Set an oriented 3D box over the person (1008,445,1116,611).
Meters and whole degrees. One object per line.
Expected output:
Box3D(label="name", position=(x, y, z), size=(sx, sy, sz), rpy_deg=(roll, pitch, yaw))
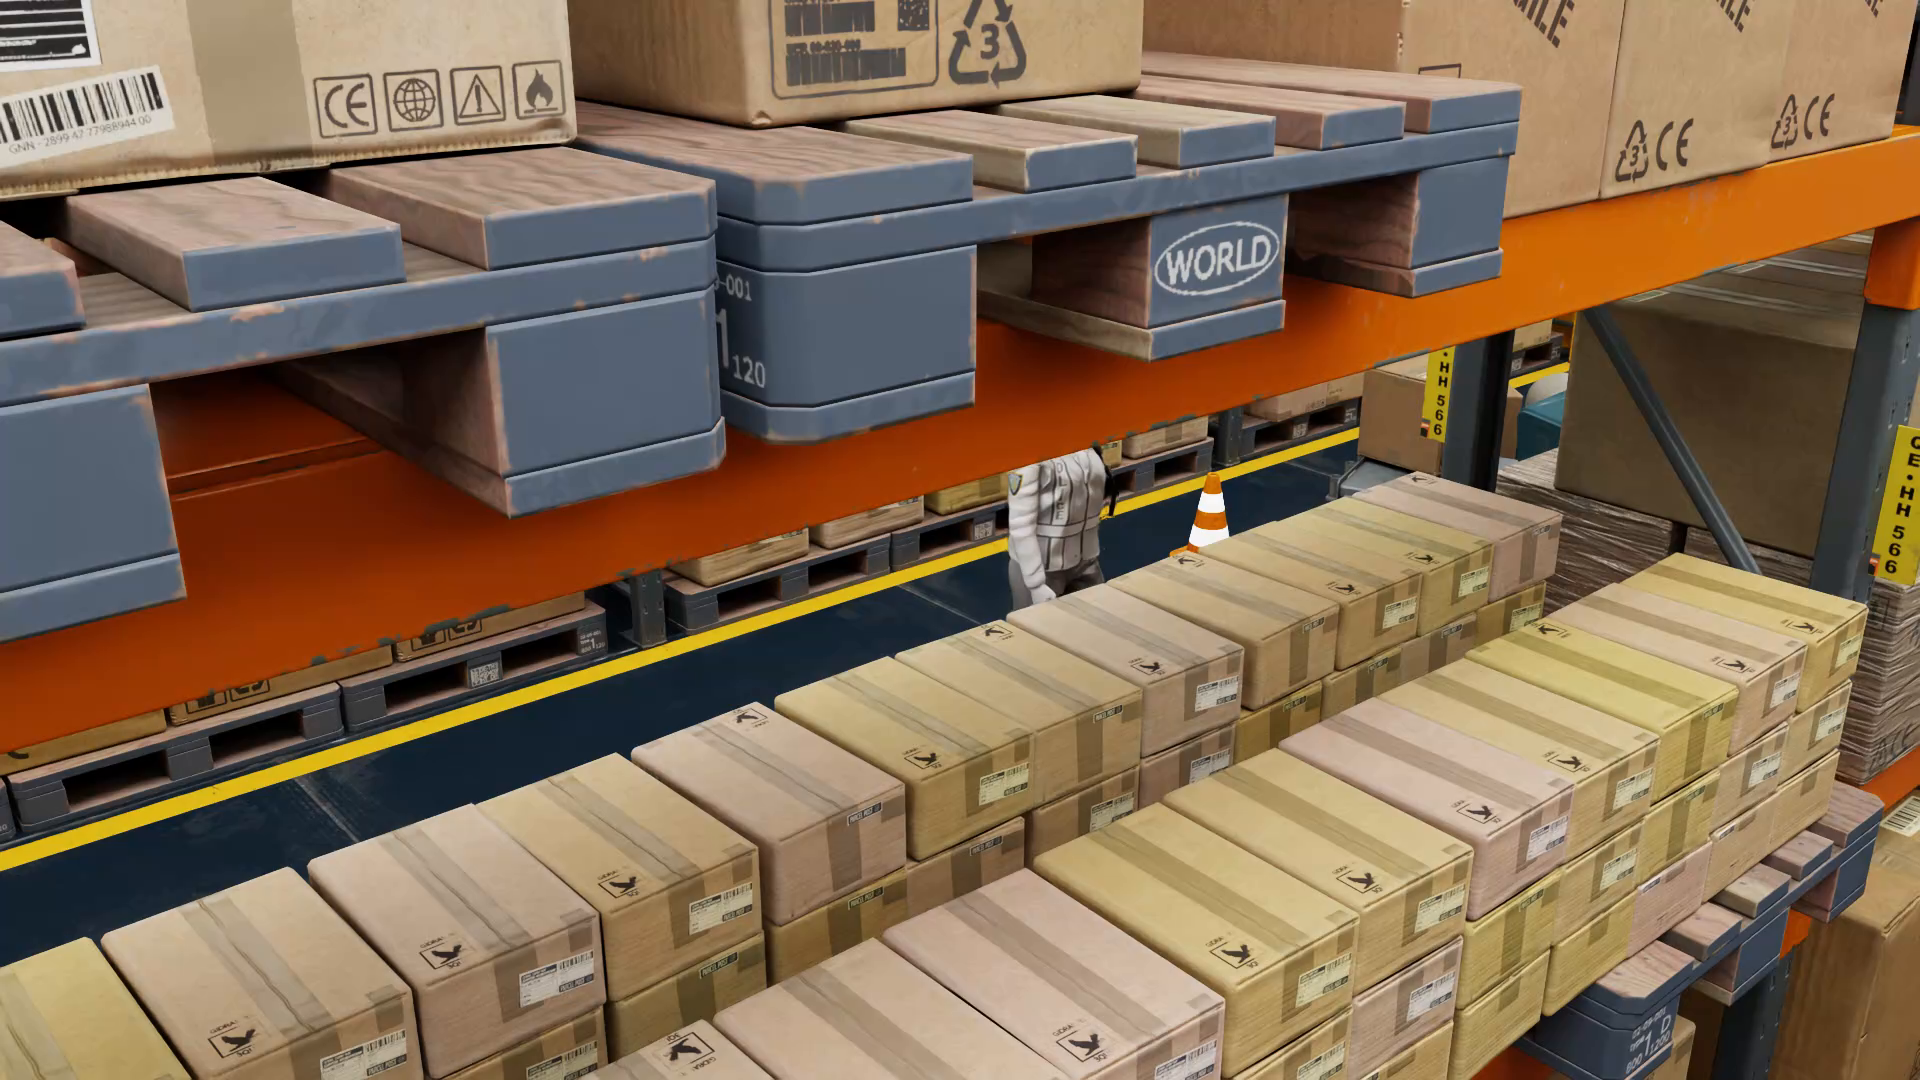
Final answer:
Box3D(label="person", position=(0.429, 0.118, 6.210), size=(0.642, 1.682, 0.503), rpy_deg=(19, 28, 40))
